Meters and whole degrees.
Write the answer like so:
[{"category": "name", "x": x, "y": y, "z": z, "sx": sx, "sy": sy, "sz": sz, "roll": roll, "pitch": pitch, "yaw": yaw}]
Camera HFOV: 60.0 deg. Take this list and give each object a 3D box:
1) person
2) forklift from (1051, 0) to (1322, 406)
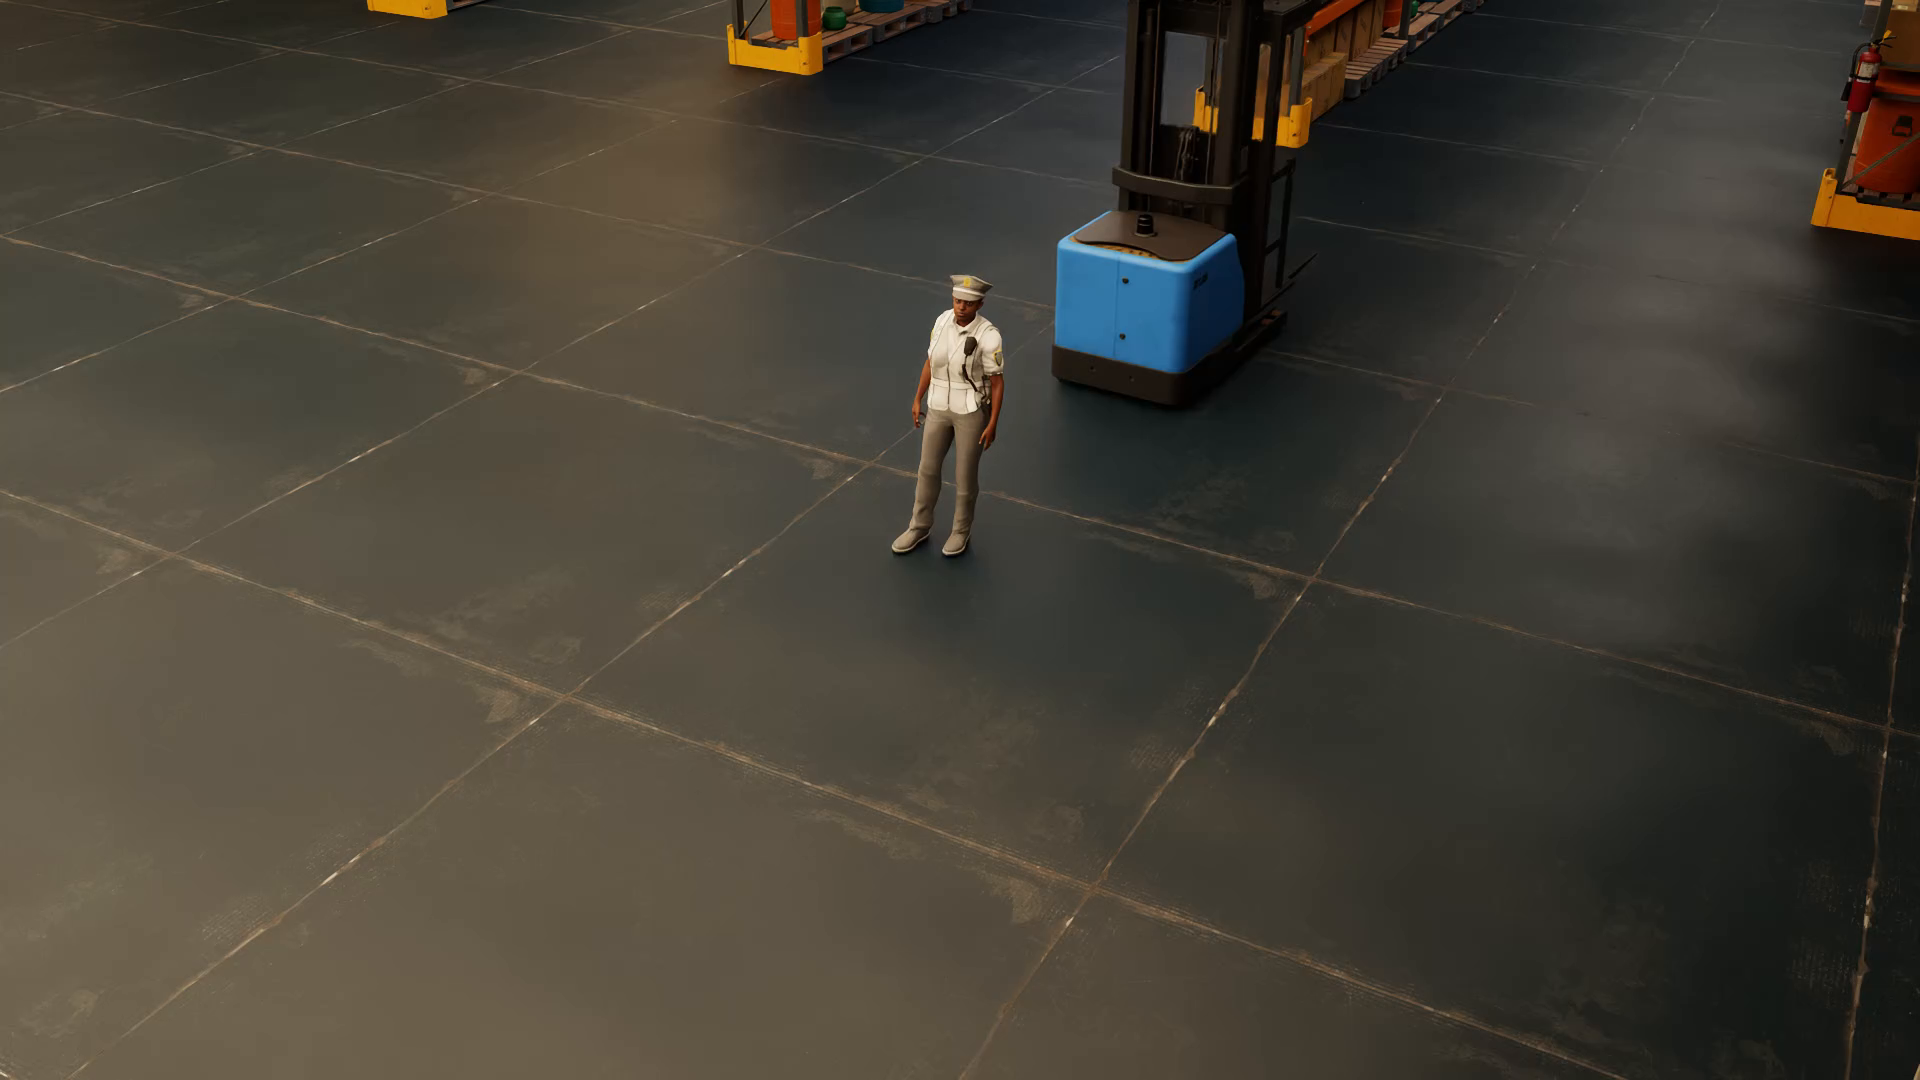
[{"category": "person", "x": -0.054, "y": -0.711, "z": 9.528, "sx": 0.569, "sy": 1.692, "sz": 0.530, "roll": 15, "pitch": 33, "yaw": 25}, {"category": "forklift", "x": 1.856, "y": -2.894, "z": 12.086, "sx": 1.130, "sy": 2.935, "sz": 3.031, "roll": 17, "pitch": 34, "yaw": 27}]
